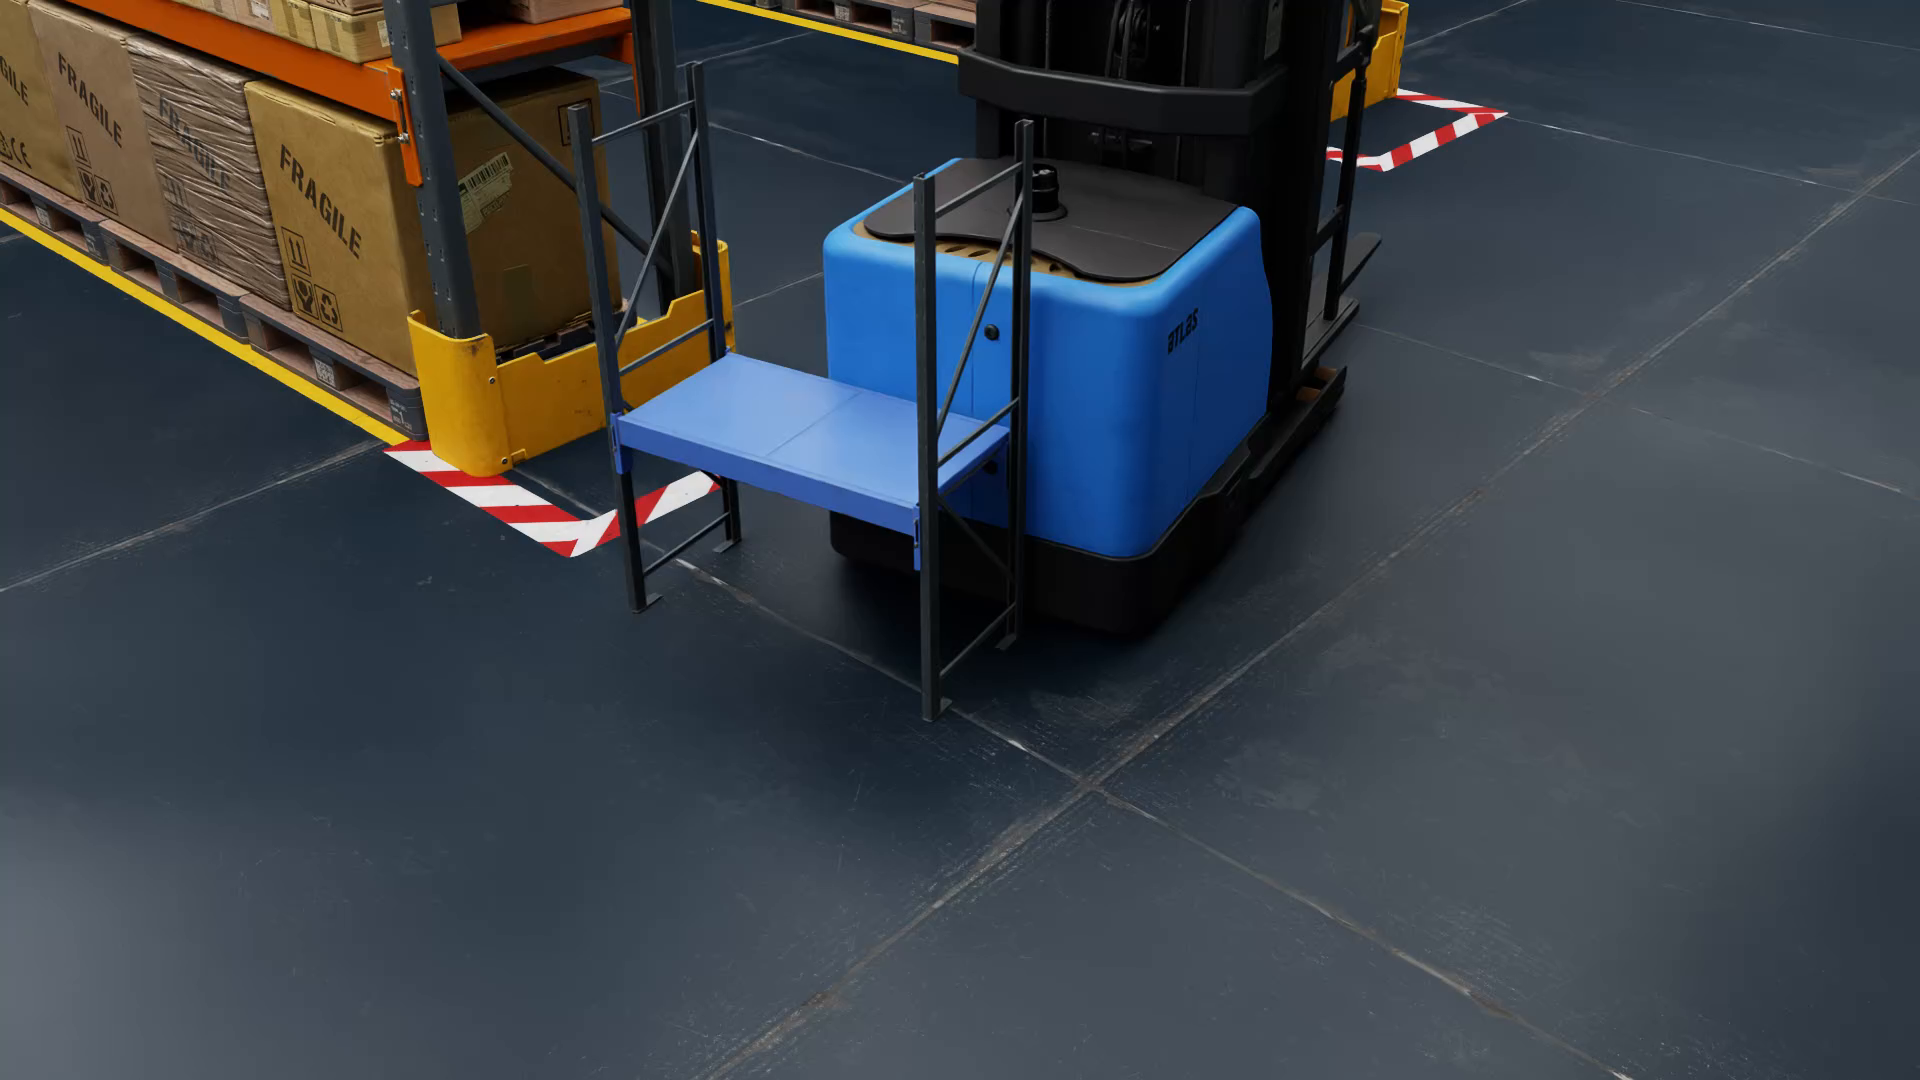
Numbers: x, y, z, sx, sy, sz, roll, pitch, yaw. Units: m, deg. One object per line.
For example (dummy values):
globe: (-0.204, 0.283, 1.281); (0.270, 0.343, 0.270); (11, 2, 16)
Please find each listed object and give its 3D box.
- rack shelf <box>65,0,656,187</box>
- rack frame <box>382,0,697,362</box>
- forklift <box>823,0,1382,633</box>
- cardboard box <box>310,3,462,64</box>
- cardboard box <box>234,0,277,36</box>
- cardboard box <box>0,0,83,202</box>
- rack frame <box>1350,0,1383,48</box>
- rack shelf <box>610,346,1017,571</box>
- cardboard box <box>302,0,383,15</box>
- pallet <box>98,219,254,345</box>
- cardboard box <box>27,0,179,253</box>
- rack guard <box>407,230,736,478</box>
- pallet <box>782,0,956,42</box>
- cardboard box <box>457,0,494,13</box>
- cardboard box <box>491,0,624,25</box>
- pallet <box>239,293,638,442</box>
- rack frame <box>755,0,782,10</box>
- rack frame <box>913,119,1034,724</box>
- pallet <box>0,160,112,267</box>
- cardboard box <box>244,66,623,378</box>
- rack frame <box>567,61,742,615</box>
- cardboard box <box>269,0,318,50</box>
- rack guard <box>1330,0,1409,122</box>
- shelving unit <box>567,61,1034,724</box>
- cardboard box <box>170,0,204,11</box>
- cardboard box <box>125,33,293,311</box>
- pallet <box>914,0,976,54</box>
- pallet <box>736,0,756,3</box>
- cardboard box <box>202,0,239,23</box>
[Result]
rack shelf: (-2.840, -2.156, 6.621); (4.000, 0.370, 1.077); (25, 39, 35)
rack frame: (-1.357, -1.772, 5.285); (0.127, 3.000, 1.000); (25, 39, 35)
forklift: (0.743, -1.729, 5.280); (1.130, 2.935, 3.031); (15, 34, 24)
cardboard box: (-1.842, -1.662, 5.346); (0.250, 0.149, 0.380); (26, 40, 36)
cardboard box: (-2.222, -1.839, 5.640); (0.250, 0.149, 0.380); (25, 39, 35)
cardboard box: (-3.887, -2.167, 7.594); (0.875, 0.875, 0.875); (25, 39, 35)
rack frame: (1.966, -3.666, 8.431); (0.127, 3.000, 1.000); (25, 39, 35)
rack shelf: (-0.396, -0.247, 4.553); (1.000, 0.185, 0.538); (17, 35, 26)
cardboard box: (-1.895, -1.901, 5.357); (0.500, 0.250, 0.500); (24, 39, 34)
pallet: (-2.903, -1.246, 7.116); (1.213, 0.211, 1.003); (25, 39, 35)
cardboard box: (-3.220, -1.856, 7.077); (0.875, 0.875, 0.875); (25, 39, 35)
rack guard: (-1.339, -0.693, 5.916); (0.348, 0.500, 1.175); (25, 39, 35)
pallet: (-0.428, -3.616, 11.052); (1.213, 0.211, 1.003); (25, 39, 35)
cardboard box: (-1.590, -2.002, 5.910); (0.250, 0.149, 0.380); (24, 39, 34)
cardboard box: (-1.399, -1.913, 5.764); (0.250, 0.149, 0.380); (26, 39, 36)
pallet: (-2.002, -0.824, 6.414); (1.213, 0.211, 1.003); (25, 39, 35)
rack frame: (-0.999, -5.050, 10.731); (0.127, 3.000, 1.000); (25, 39, 35)
rack frame: (0.039, -0.265, 4.235); (0.032, 1.500, 0.500); (17, 35, 26)
pallet: (-3.812, -1.669, 7.817); (1.213, 0.211, 1.003); (25, 39, 35)
cardboard box: (-1.885, -1.233, 6.042); (0.875, 0.875, 0.875); (25, 39, 35)
rack frame: (-0.832, -0.536, 4.684); (0.032, 1.500, 0.500); (17, 35, 26)
cardboard box: (-2.036, -1.751, 5.494); (0.250, 0.149, 0.380); (25, 39, 36)
rack guard: (1.993, -2.592, 9.070); (0.348, 0.500, 1.175); (25, 39, 35)
shelving unit: (-0.396, -0.401, 4.460); (1.048, 1.500, 0.538); (17, 35, 26)
cardboard box: (-2.600, -2.015, 5.932); (0.250, 0.149, 0.380); (24, 39, 34)
cardboard box: (-2.560, -1.547, 6.565); (0.875, 0.875, 0.875); (25, 39, 35)
pallet: (0.481, -3.194, 10.351); (1.213, 0.211, 1.003); (25, 39, 35)
pallet: (-1.543, -4.139, 11.920); (1.213, 0.211, 1.003); (25, 39, 35)
cardboard box: (-2.407, -1.925, 5.784); (0.250, 0.149, 0.380); (26, 40, 36)
